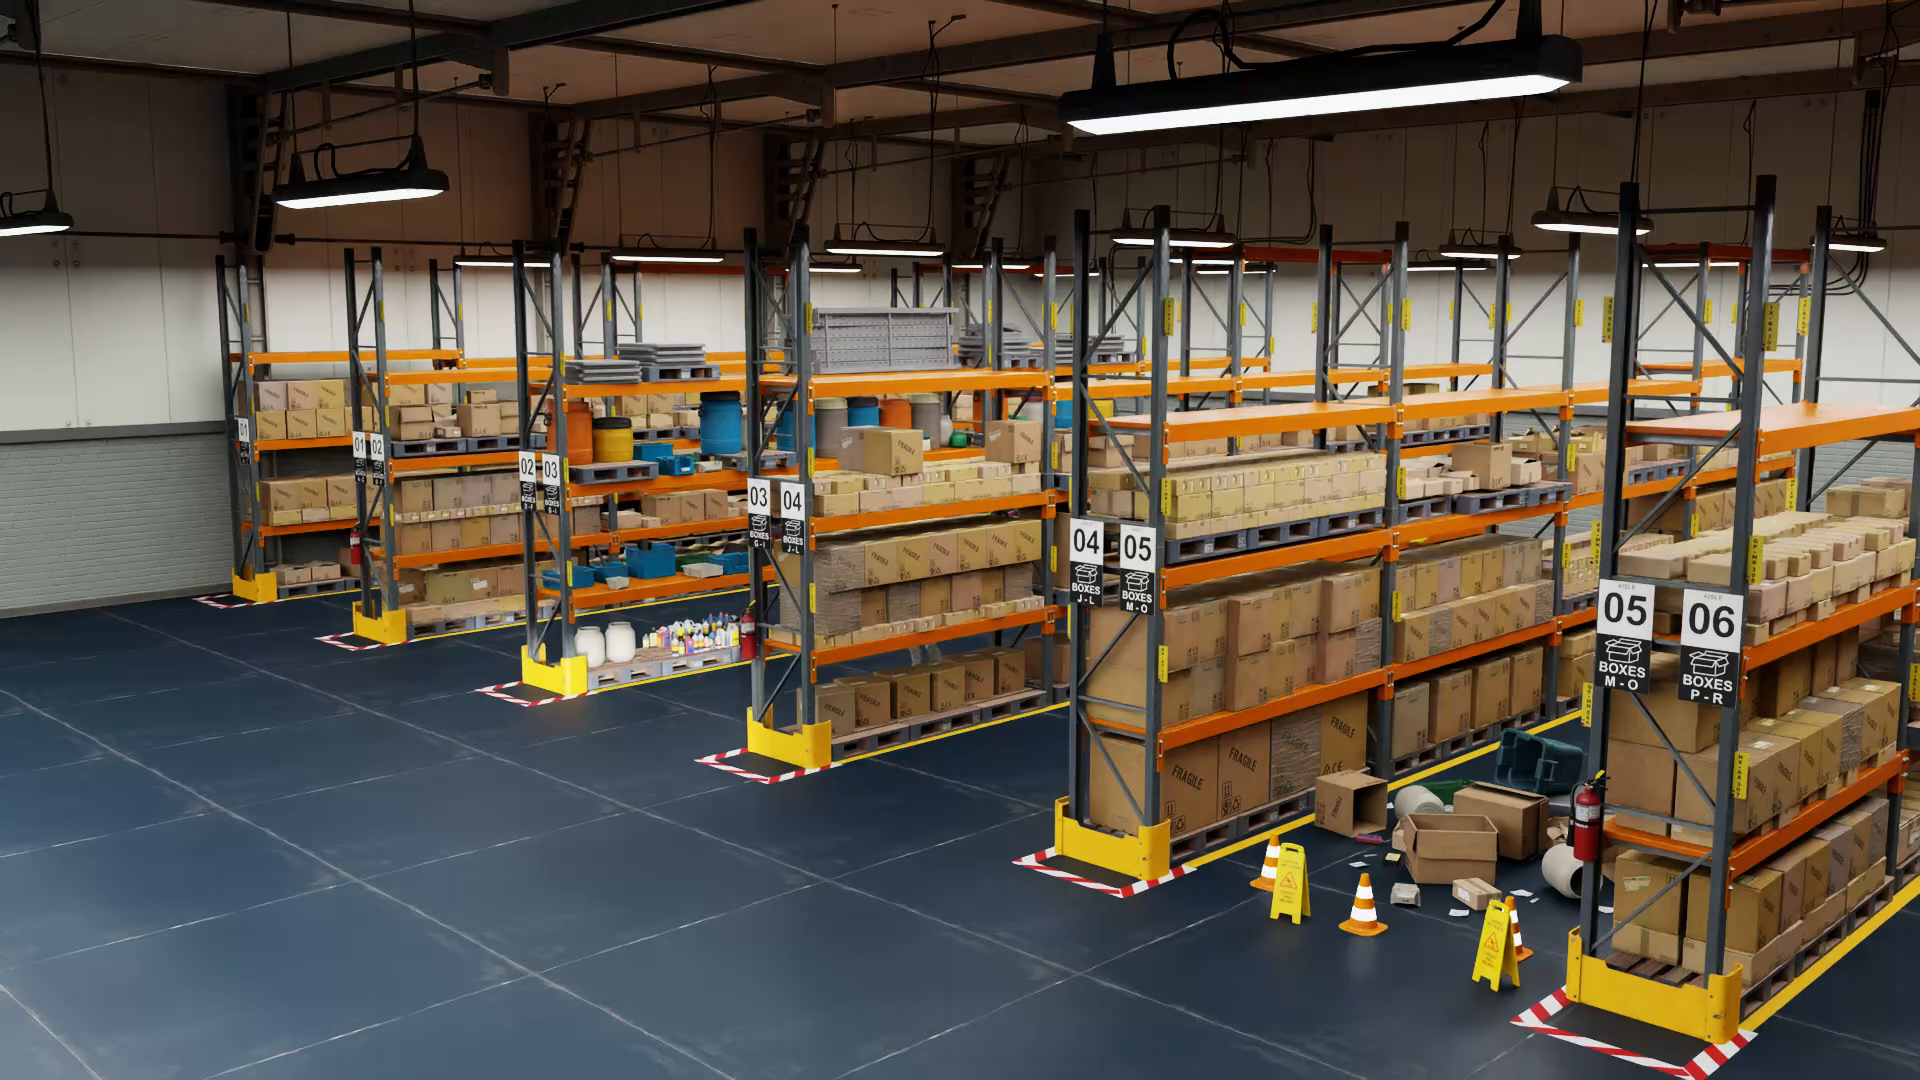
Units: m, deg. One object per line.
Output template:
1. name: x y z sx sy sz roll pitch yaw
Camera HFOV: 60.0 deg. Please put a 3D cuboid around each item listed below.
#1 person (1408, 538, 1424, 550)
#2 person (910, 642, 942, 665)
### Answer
1. person: 7.196 0.713 25.691 0.716 1.659 0.751 -6 10 -35
2. person: -0.493 1.107 22.596 0.559 1.833 0.630 -4 9 -27
